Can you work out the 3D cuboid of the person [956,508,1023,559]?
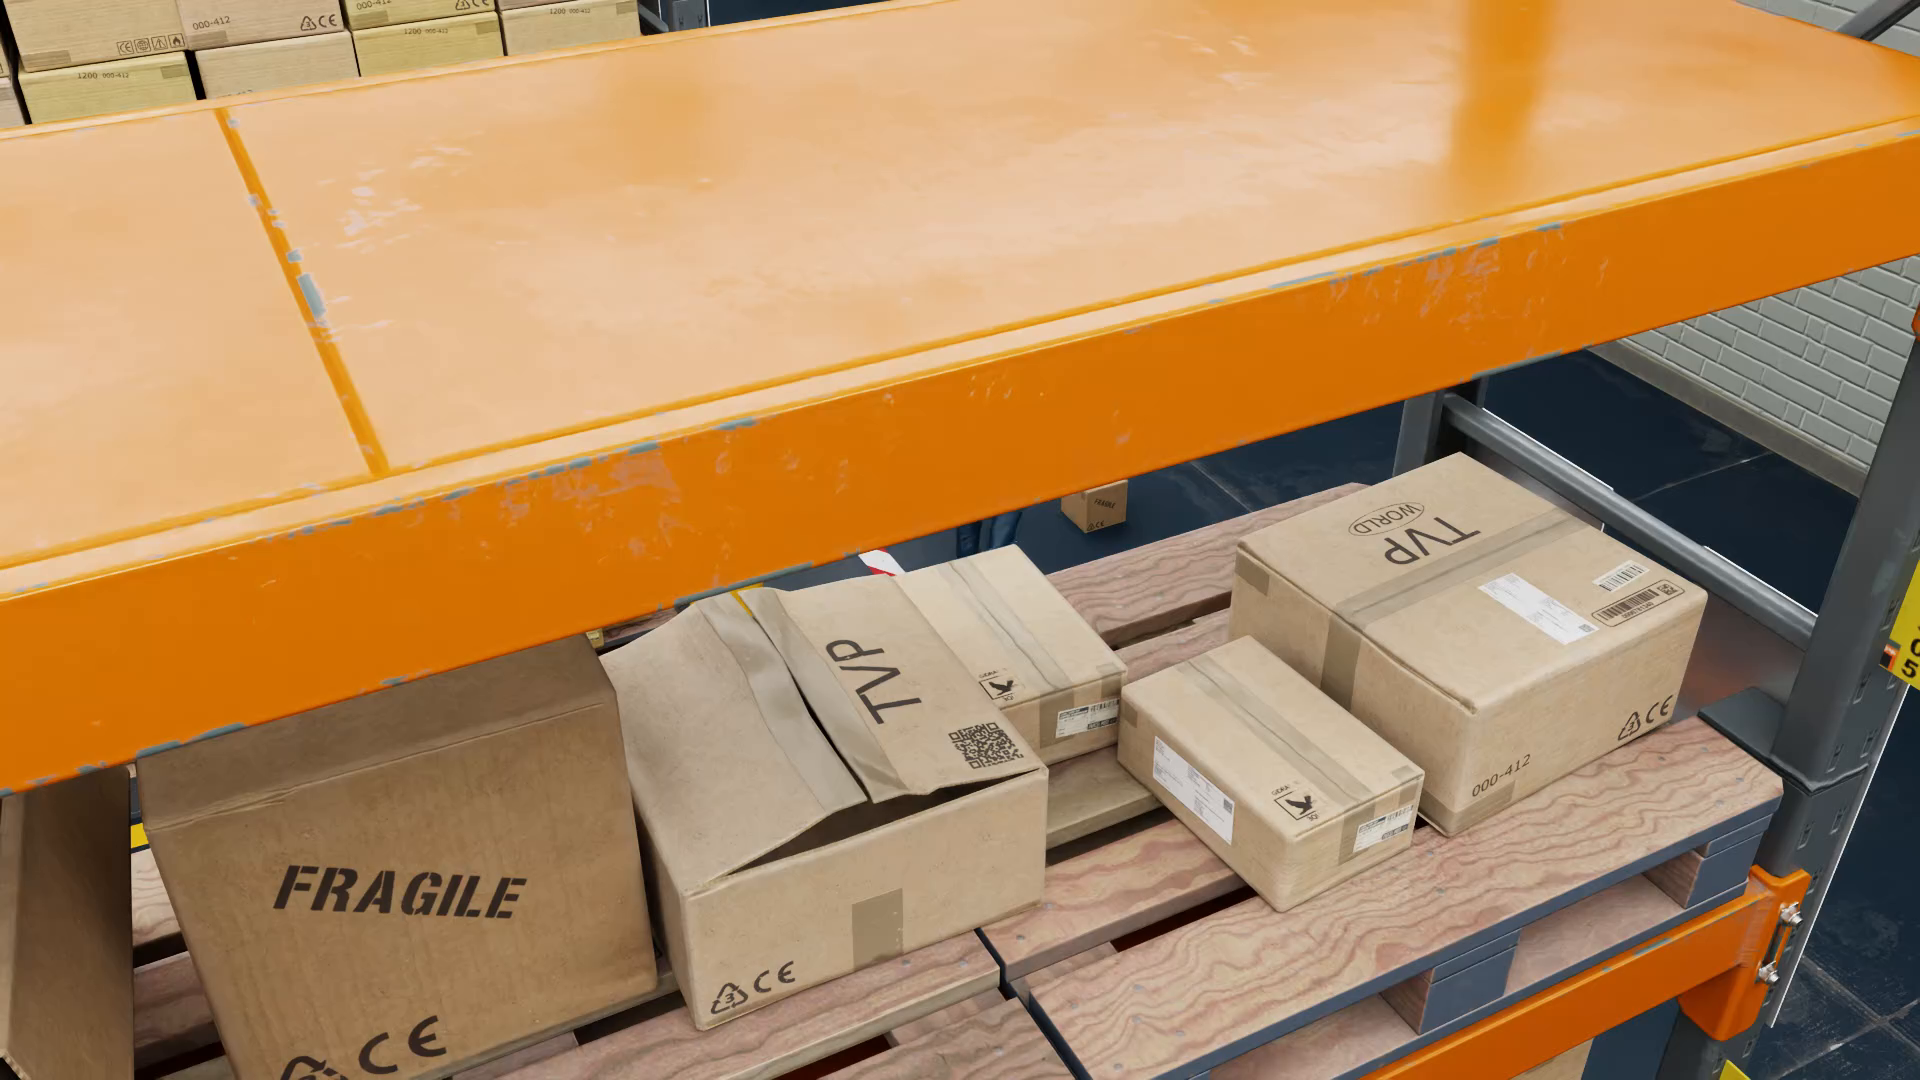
[{"bbox_3d":[0.090,-0.382,7.698,0.479,1.594,0.400,11,35,17],"label":"person"}]
